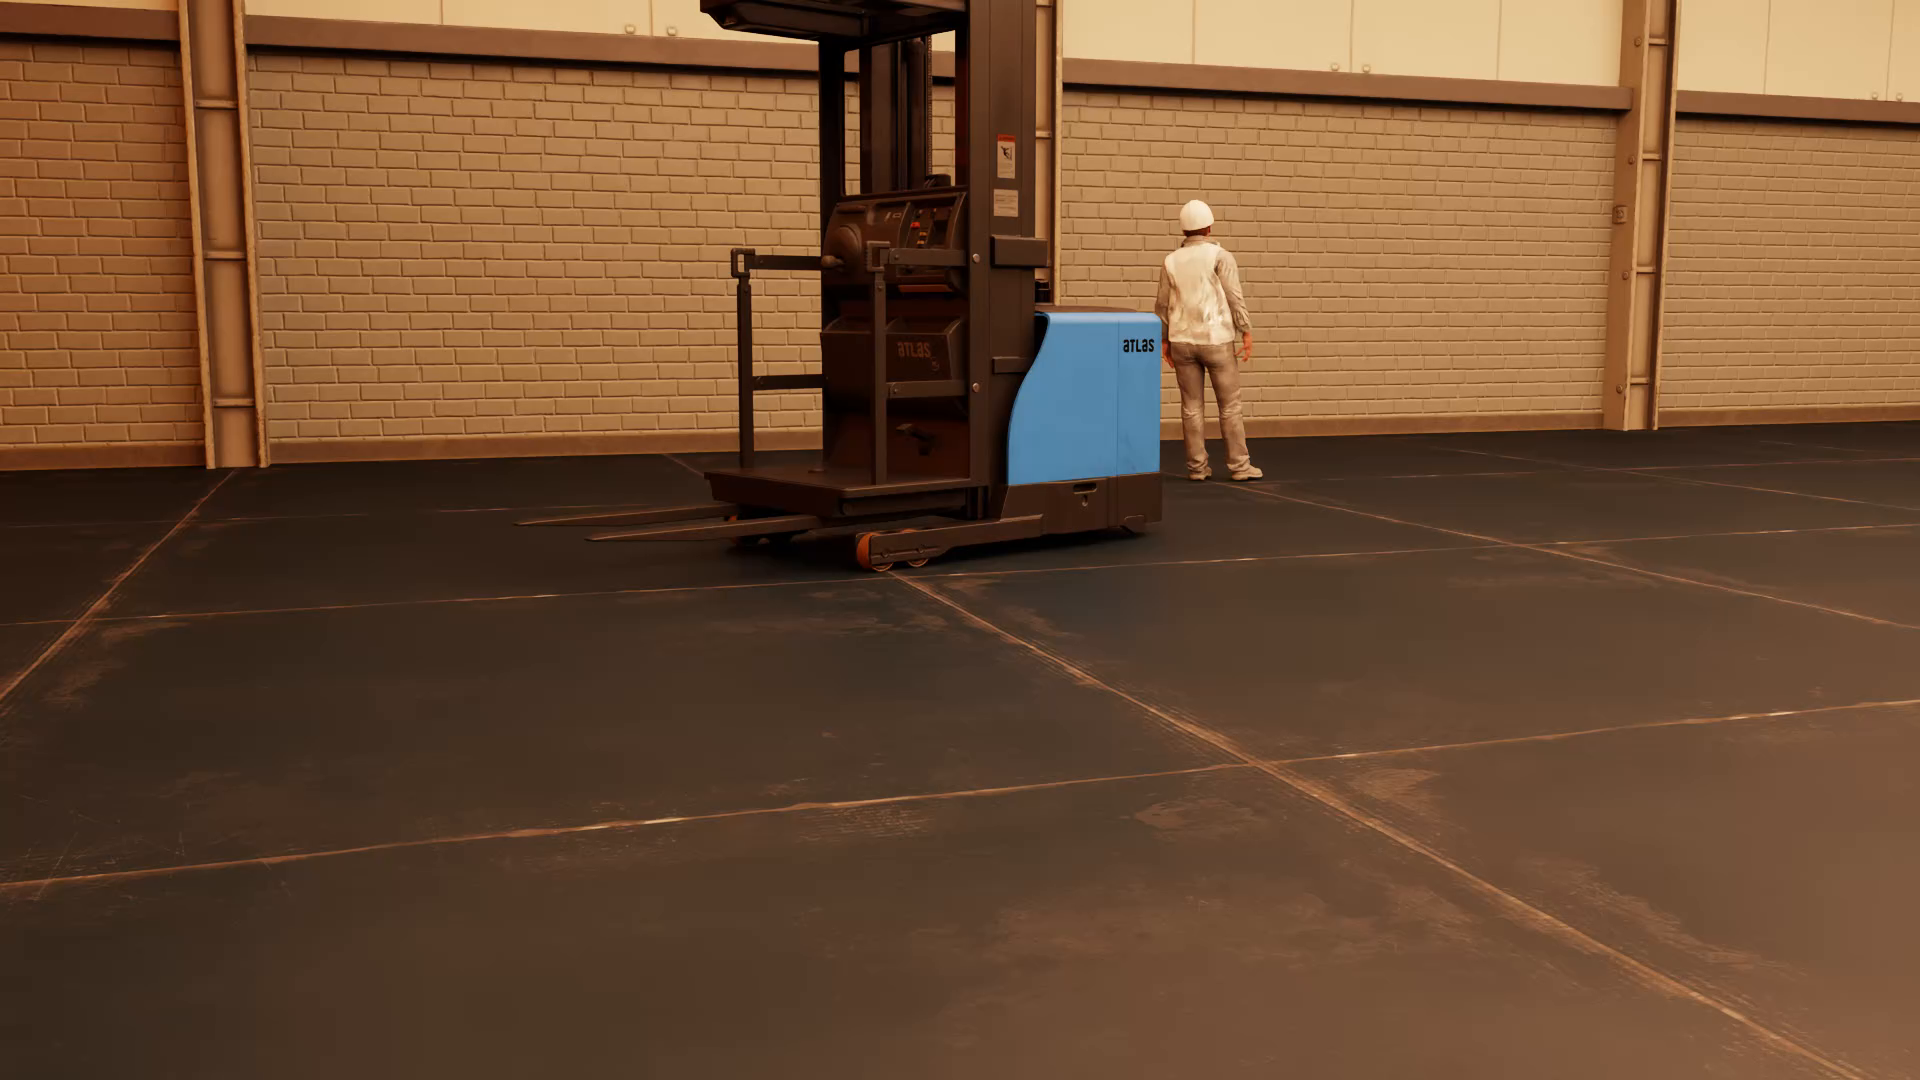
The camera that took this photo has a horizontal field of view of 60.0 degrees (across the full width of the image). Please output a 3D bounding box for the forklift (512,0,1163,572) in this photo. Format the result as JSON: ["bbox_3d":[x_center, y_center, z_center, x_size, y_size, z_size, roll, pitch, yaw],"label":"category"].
[{"bbox_3d":[-0.461,-1.399,7.333,3.031,2.935,1.130,-7,10,-40],"label":"forklift"}]

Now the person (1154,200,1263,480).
[{"bbox_3d":[1.595,-1.277,10.677,0.624,1.773,0.569,4,9,30],"label":"person"}]
